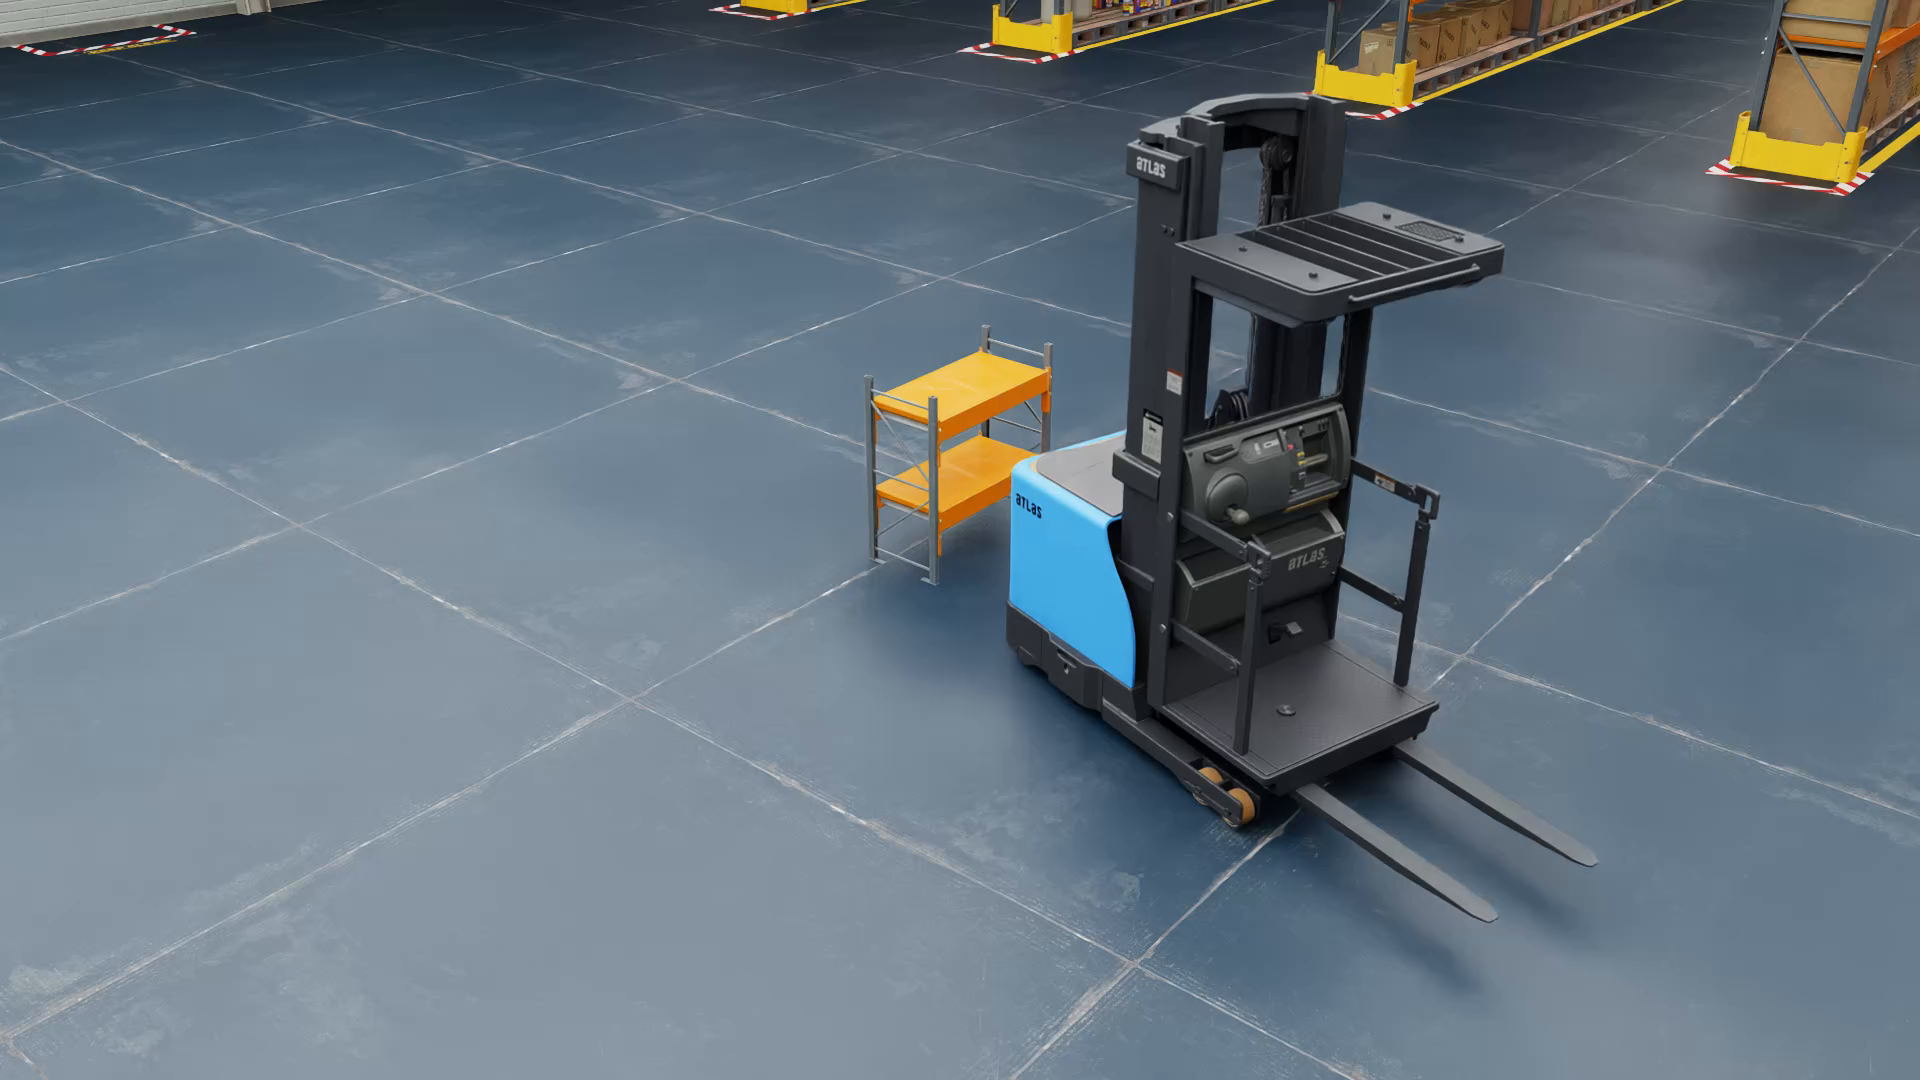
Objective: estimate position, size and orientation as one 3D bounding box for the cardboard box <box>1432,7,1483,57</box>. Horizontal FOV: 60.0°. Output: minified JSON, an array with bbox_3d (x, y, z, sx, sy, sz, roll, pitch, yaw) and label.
[{"bbox_3d":[6.363,-6.540,21.391,0.500,0.500,0.500,17,32,30],"label":"cardboard box"}]

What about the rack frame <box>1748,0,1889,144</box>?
[{"bbox_3d":[8.560,-5.139,16.418,1.000,3.000,0.127,21,34,34],"label":"rack frame"}]

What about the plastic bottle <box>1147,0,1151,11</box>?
[{"bbox_3d":[2.713,-7.768,24.068,0.097,0.201,0.097,0,27,0],"label":"plastic bottle"}]

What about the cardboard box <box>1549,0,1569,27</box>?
[{"bbox_3d":[8.066,-7.502,23.229,0.700,0.500,0.500,21,34,34],"label":"cardboard box"}]

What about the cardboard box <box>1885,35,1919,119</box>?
[{"bbox_3d":[10.079,-5.276,18.540,0.875,0.875,0.875,21,34,35],"label":"cardboard box"}]

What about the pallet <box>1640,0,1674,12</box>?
[{"bbox_3d":[10.445,-8.479,25.911,1.003,0.211,1.213,21,34,34],"label":"pallet"}]

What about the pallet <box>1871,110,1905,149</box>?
[{"bbox_3d":[9.784,-4.637,18.484,1.003,0.211,1.213,21,34,34],"label":"pallet"}]

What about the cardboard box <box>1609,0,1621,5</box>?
[{"bbox_3d":[9.474,-8.302,24.775,0.700,0.500,0.500,19,33,32],"label":"cardboard box"}]

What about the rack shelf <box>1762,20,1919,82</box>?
[{"bbox_3d":[9.832,-5.528,17.954,1.077,0.370,4.000,21,34,34],"label":"rack shelf"}]

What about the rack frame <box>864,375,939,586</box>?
[{"bbox_3d":[-0.319,-0.322,9.148,0.500,1.125,0.032,21,34,34],"label":"rack frame"}]

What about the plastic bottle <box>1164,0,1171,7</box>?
[{"bbox_3d":[3.004,-8.013,24.380,0.144,0.351,0.185,21,34,34],"label":"plastic bottle"}]

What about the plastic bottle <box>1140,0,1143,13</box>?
[{"bbox_3d":[2.586,-7.728,23.915,0.097,0.271,0.097,0,27,0],"label":"plastic bottle"}]

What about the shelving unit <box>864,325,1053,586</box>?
[{"bbox_3d":[0.004,-0.502,9.496,0.538,1.125,1.048,21,34,34],"label":"shelving unit"}]

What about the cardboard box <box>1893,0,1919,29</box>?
[{"bbox_3d":[9.547,-5.713,17.366,0.875,0.550,0.550,21,34,34],"label":"cardboard box"}]

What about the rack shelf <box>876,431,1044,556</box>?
[{"bbox_3d":[0.004,-0.285,9.609,0.538,0.278,1.000,21,34,34],"label":"rack shelf"}]

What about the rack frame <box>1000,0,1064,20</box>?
[{"bbox_3d":[0.975,-8.072,22.088,1.000,3.000,0.127,21,34,34],"label":"rack frame"}]

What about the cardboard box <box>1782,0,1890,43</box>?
[{"bbox_3d":[8.761,-5.350,16.664,0.875,0.550,0.550,21,34,34],"label":"cardboard box"}]

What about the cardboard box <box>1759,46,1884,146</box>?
[{"bbox_3d":[8.940,-4.641,17.312,0.875,0.875,0.875,21,34,35],"label":"cardboard box"}]

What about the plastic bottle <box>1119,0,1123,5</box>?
[{"bbox_3d":[2.425,-8.058,24.548,0.152,0.276,0.135,21,34,34],"label":"plastic bottle"}]

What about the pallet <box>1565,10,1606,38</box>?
[{"bbox_3d":[8.611,-7.515,24.046,1.003,0.211,1.213,21,34,34],"label":"pallet"}]

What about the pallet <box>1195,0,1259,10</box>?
[{"bbox_3d":[3.988,-8.541,26.030,1.003,0.211,1.213,21,34,34],"label":"pallet"}]

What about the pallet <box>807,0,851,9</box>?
[{"bbox_3d":[-2.391,-8.565,26.077,1.003,0.211,1.213,21,34,34],"label":"pallet"}]

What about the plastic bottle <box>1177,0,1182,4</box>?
[{"bbox_3d":[3.210,-8.128,24.601,0.144,0.351,0.185,19,33,32],"label":"plastic bottle"}]

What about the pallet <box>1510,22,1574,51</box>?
[{"bbox_3d":[7.835,-7.080,23.206,1.003,0.211,1.213,21,34,34],"label":"pallet"}]

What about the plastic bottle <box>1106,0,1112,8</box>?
[{"bbox_3d":[2.182,-7.904,24.331,0.097,0.201,0.097,0,27,0],"label":"plastic bottle"}]

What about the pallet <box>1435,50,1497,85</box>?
[{"bbox_3d":[6.165,-6.121,21.352,1.003,0.211,1.213,21,34,34],"label":"pallet"}]

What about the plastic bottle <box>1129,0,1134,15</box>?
[{"bbox_3d":[2.434,-7.612,23.767,0.097,0.201,0.097,0,27,0],"label":"plastic bottle"}]

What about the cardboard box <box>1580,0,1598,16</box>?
[{"bbox_3d":[8.776,-7.899,23.996,0.700,0.500,0.500,24,36,38],"label":"cardboard box"}]

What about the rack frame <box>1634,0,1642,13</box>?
[{"bbox_3d":[9.885,-9.460,24.773,1.000,3.000,0.127,21,34,34],"label":"rack frame"}]

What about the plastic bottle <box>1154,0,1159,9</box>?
[{"bbox_3d":[2.844,-7.841,24.209,0.097,0.201,0.097,0,27,0],"label":"plastic bottle"}]

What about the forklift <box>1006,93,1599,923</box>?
[{"bbox_3d":[1.474,-0.292,7.124,1.130,2.935,3.031,-17,32,-30],"label":"forklift"}]

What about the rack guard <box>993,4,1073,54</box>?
[{"bbox_3d":[0.987,-7.002,22.741,1.175,0.500,0.348,21,34,34],"label":"rack guard"}]

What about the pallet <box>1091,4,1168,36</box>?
[{"bbox_3d":[2.284,-7.591,24.193,1.003,0.211,1.213,21,34,34],"label":"pallet"}]

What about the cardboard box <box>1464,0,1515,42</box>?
[{"bbox_3d":[7.056,-6.988,22.258,0.500,0.500,0.500,20,33,33],"label":"cardboard box"}]

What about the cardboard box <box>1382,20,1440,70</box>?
[{"bbox_3d":[5.560,-6.139,20.615,0.500,0.500,0.500,-18,32,-31],"label":"cardboard box"}]

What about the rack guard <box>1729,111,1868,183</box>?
[{"bbox_3d":[8.544,-4.020,16.976,1.175,0.500,0.348,21,34,34],"label":"rack guard"}]

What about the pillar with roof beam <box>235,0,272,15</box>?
[{"bbox_3d":[-7.387,-10.747,20.731,9.100,9.000,0.400,21,34,34],"label":"pillar with roof beam"}]

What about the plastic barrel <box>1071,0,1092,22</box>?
[{"bbox_3d":[1.653,-7.586,23.401,0.421,0.512,0.421,0,27,0],"label":"plastic barrel"}]
